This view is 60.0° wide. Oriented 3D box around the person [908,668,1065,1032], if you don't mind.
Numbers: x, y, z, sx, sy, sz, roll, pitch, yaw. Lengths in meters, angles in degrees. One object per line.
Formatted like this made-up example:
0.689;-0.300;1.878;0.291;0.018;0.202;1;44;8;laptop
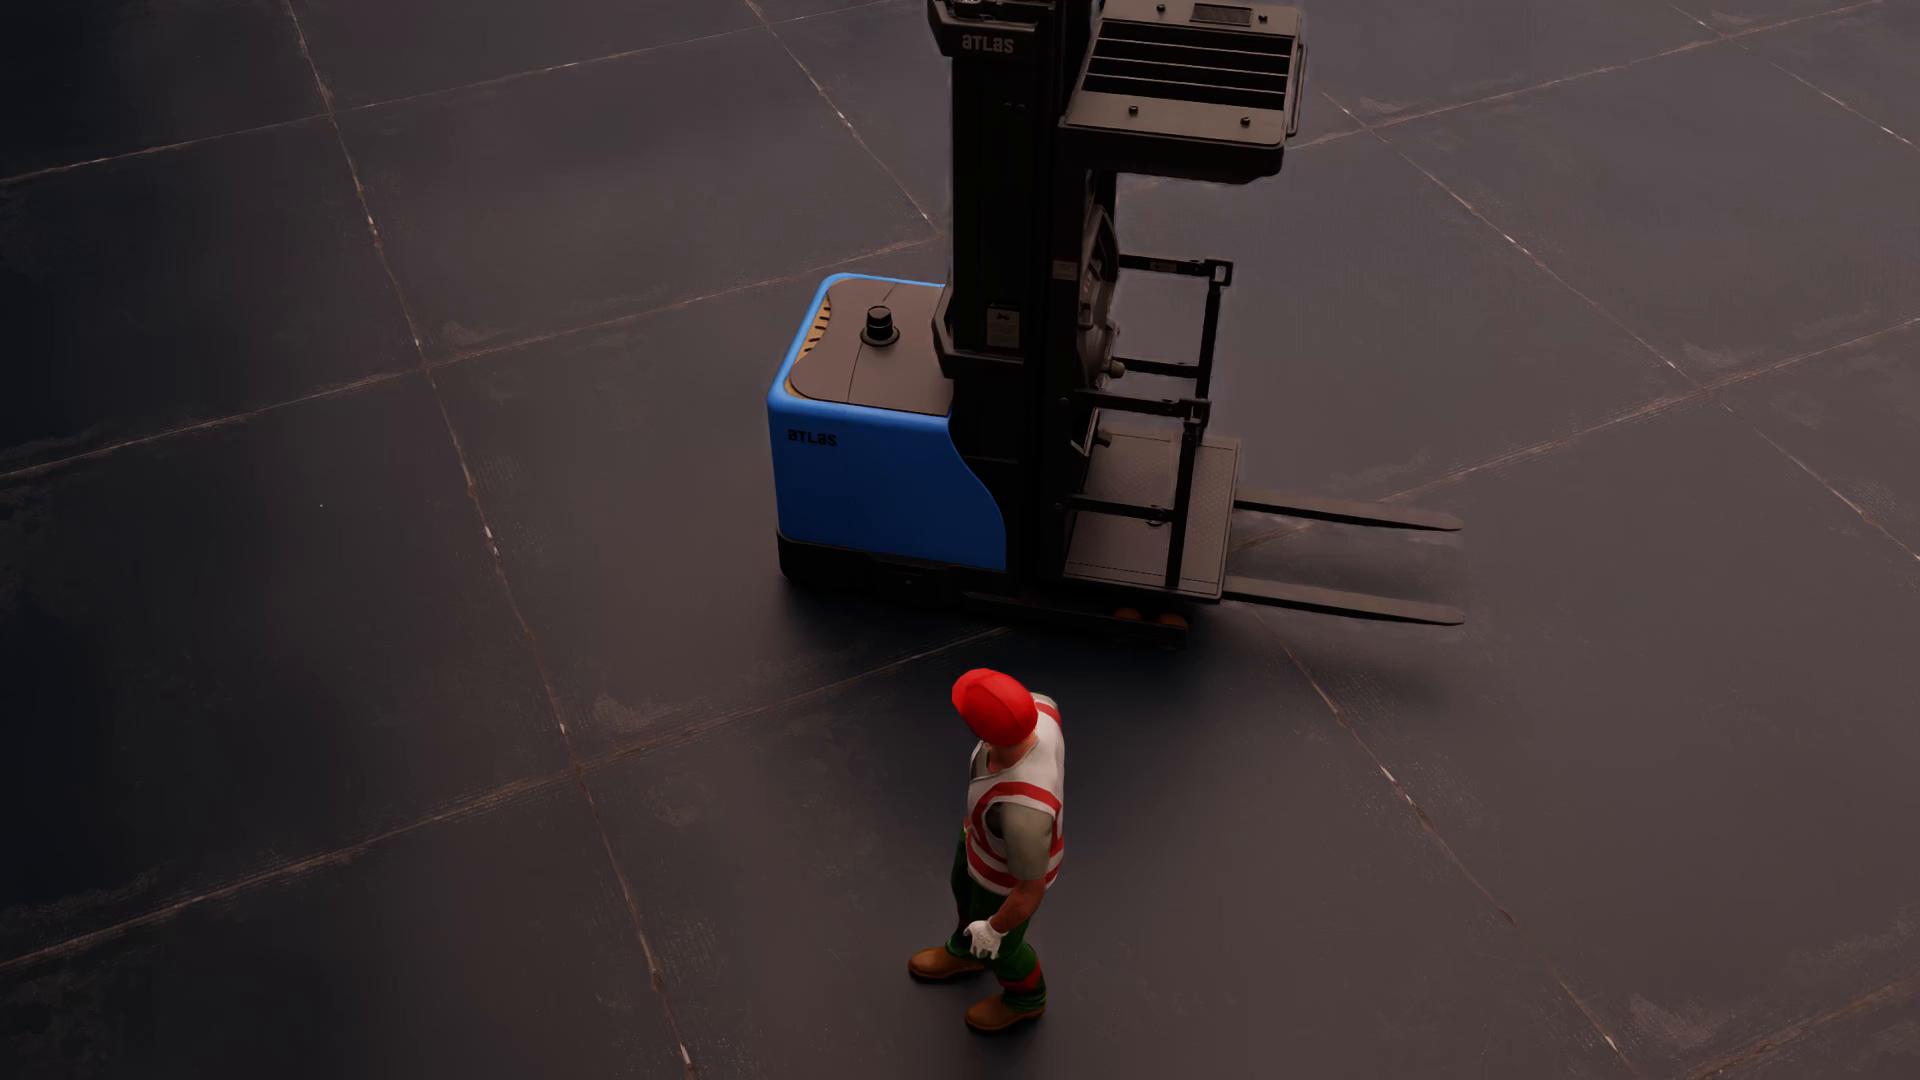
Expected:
0.073;1.018;5.437;0.513;1.777;0.751;-3;43;-3;person

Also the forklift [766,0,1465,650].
0.747;-0.987;6.738;3.031;2.935;1.130;8;44;9;forklift
